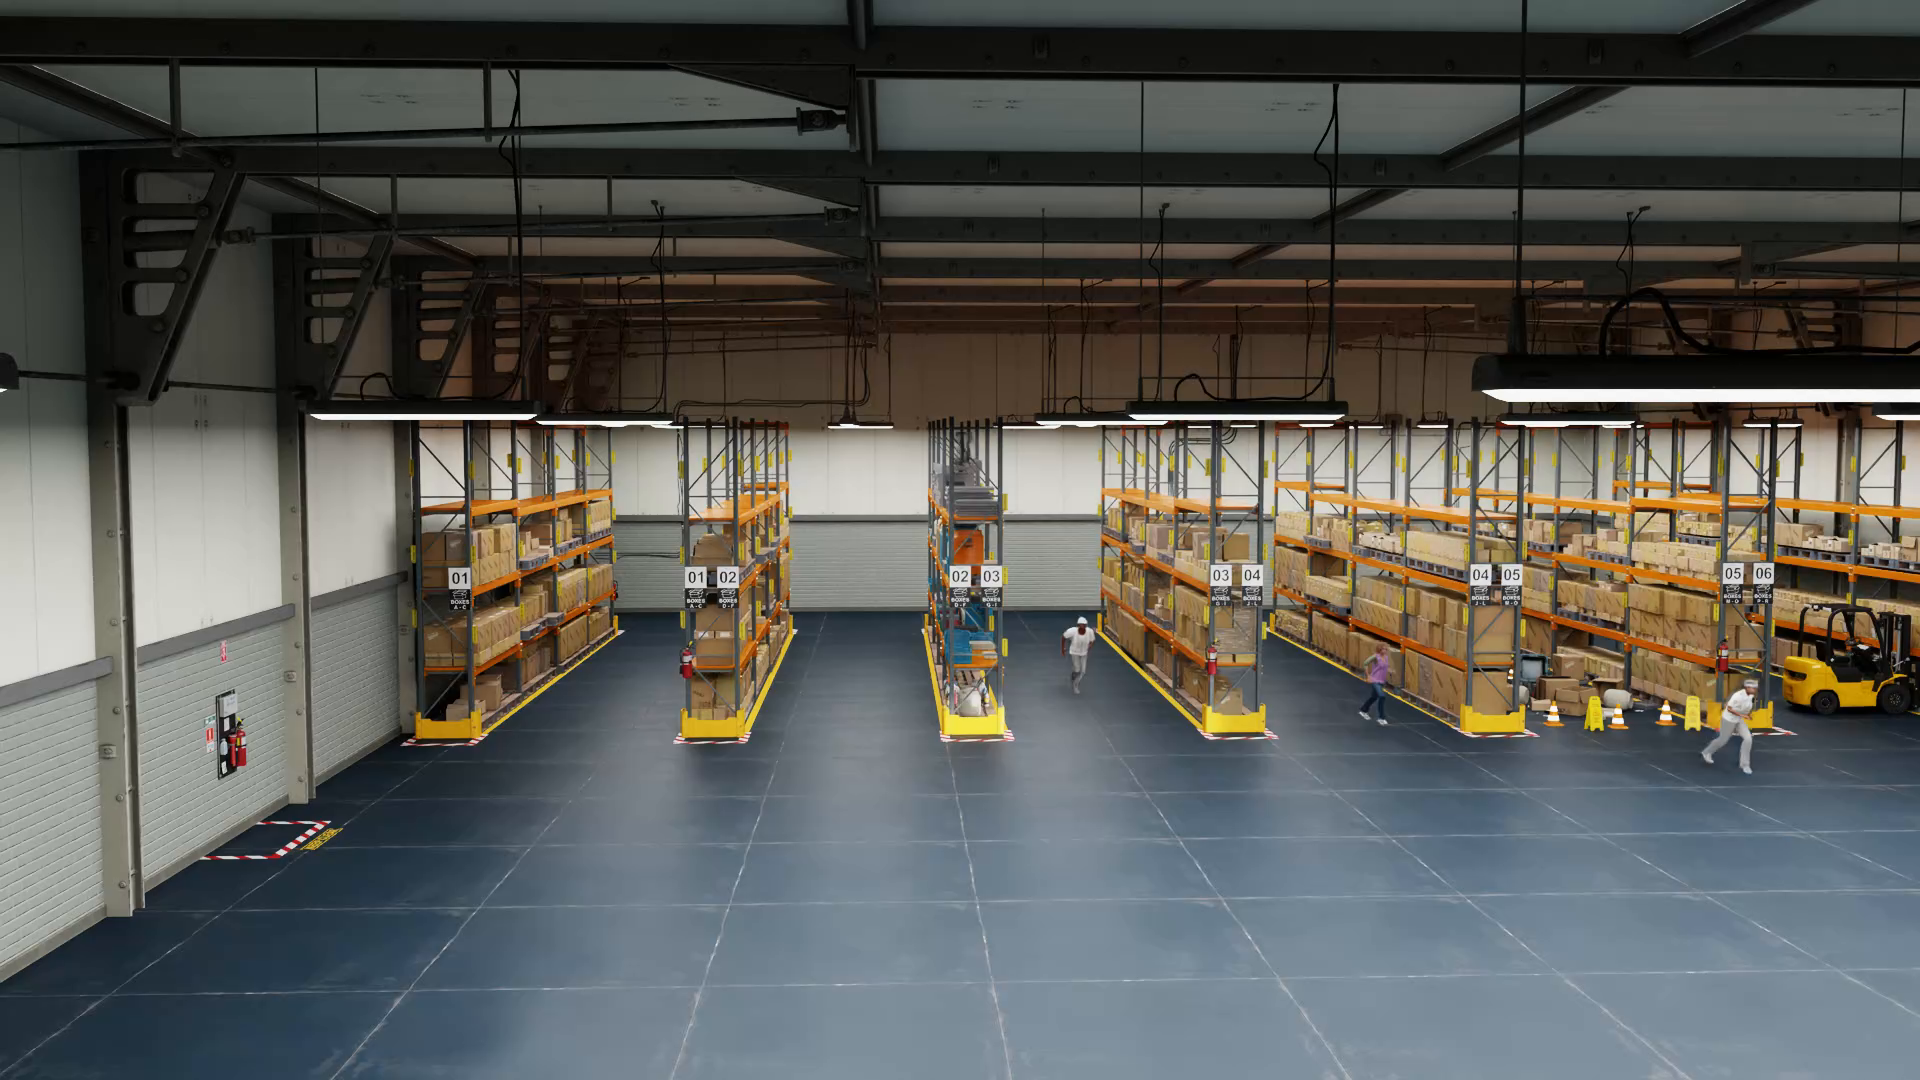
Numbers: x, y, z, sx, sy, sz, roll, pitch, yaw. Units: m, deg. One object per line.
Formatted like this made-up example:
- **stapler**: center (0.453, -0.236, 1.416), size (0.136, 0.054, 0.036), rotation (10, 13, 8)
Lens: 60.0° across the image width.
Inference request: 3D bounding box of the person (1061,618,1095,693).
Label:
- **person**: center (2.603, 2.519, 36.386), size (0.689, 1.685, 0.735), rotation (-1, 4, -18)

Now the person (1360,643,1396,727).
- **person**: center (8.150, 2.866, 32.534), size (0.476, 1.530, 0.835), rotation (-3, 5, -41)

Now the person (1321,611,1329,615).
- **person**: center (10.751, 1.783, 48.291), size (0.719, 1.681, 0.618), rotation (-3, 5, -38)

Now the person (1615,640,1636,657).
- **person**: center (16.658, 2.134, 41.579), size (0.630, 1.811, 0.827), rotation (0, 4, -1)

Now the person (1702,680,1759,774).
- **person**: center (13.069, 3.123, 28.198), size (0.618, 1.620, 0.984), rotation (-2, 4, -32)
